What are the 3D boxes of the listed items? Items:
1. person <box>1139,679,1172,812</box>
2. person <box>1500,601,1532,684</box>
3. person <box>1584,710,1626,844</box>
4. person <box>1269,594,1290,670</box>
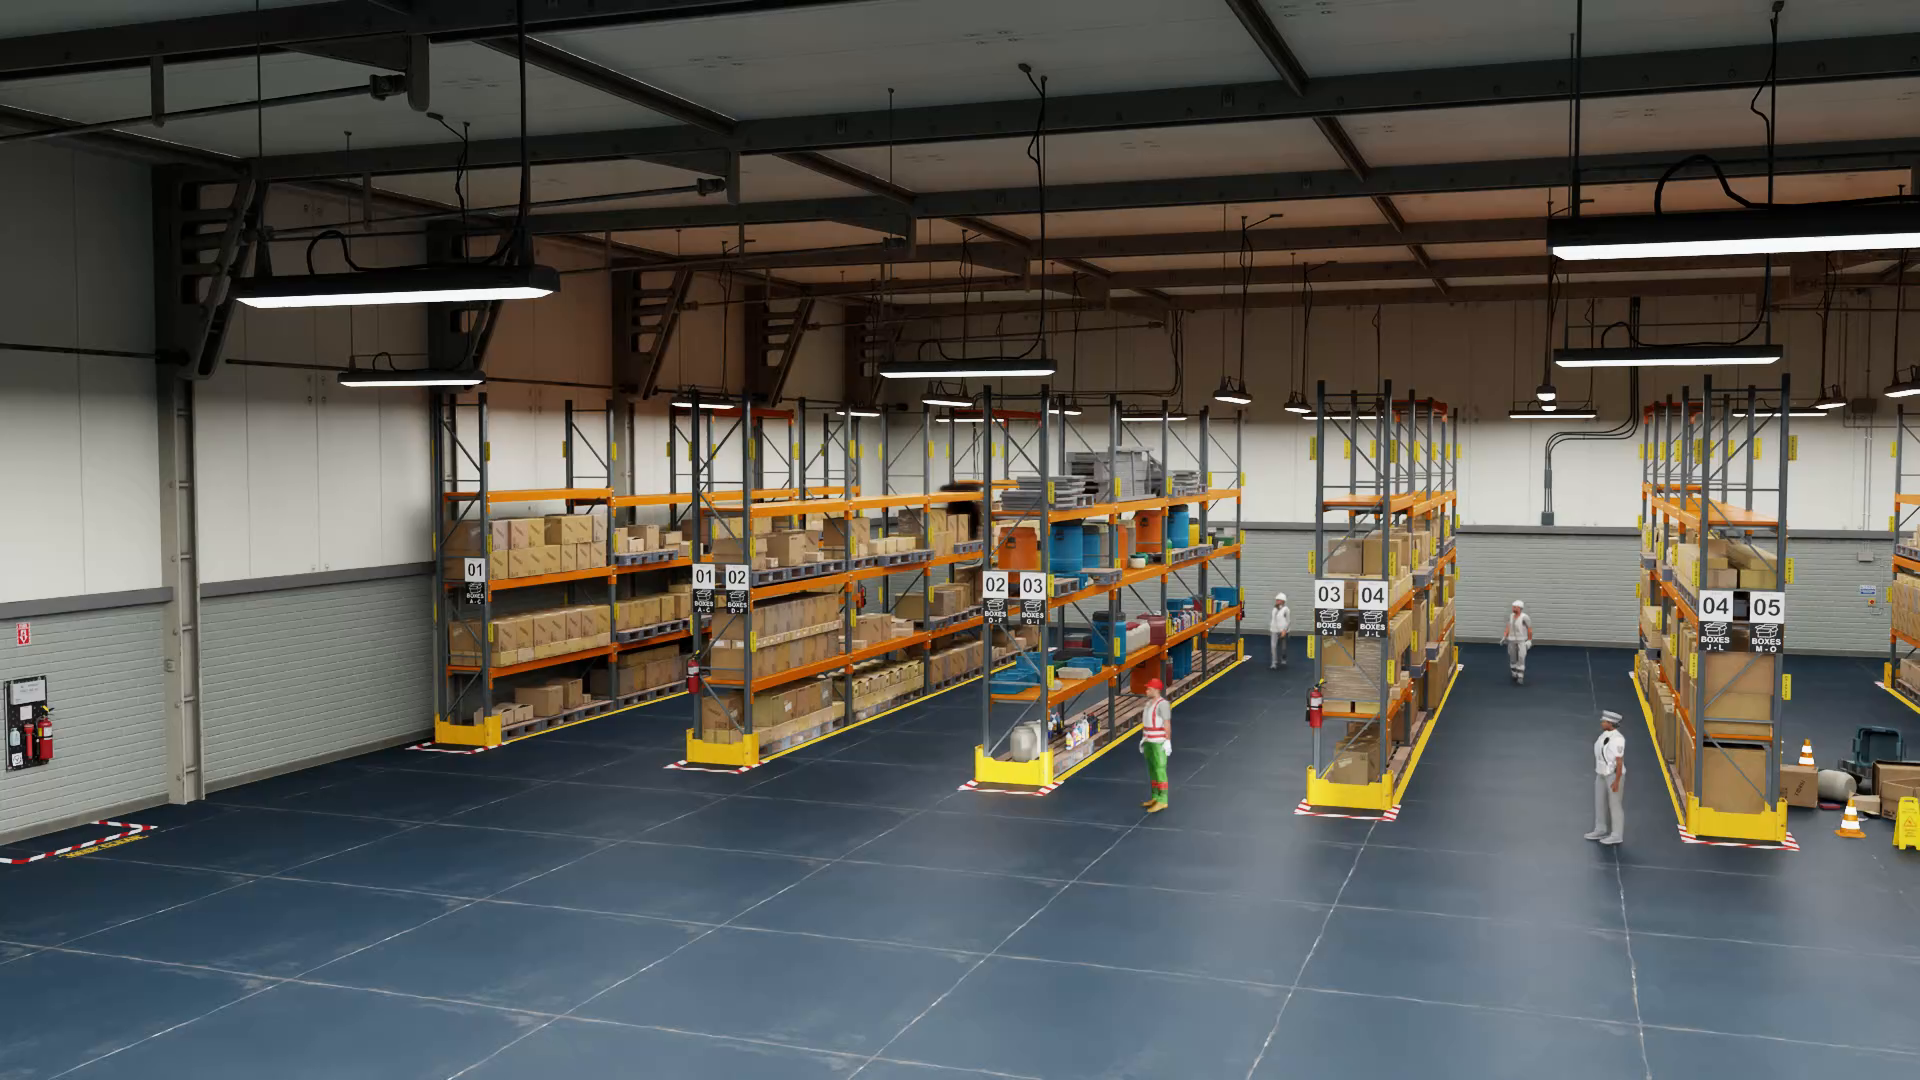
[{"bbox_3d":[2.708,2.861,23.391,0.426,1.808,0.609,-1,3,-25],"label":"person"},{"bbox_3d":[12.066,2.190,36.085,0.654,1.749,0.994,1,3,20],"label":"person"},{"bbox_3d":[8.270,3.016,21.257,0.401,1.684,0.510,-1,3,-14],"label":"person"},{"bbox_3d":[7.364,2.102,38.275,0.482,1.727,1.064,1,3,15],"label":"person"}]
